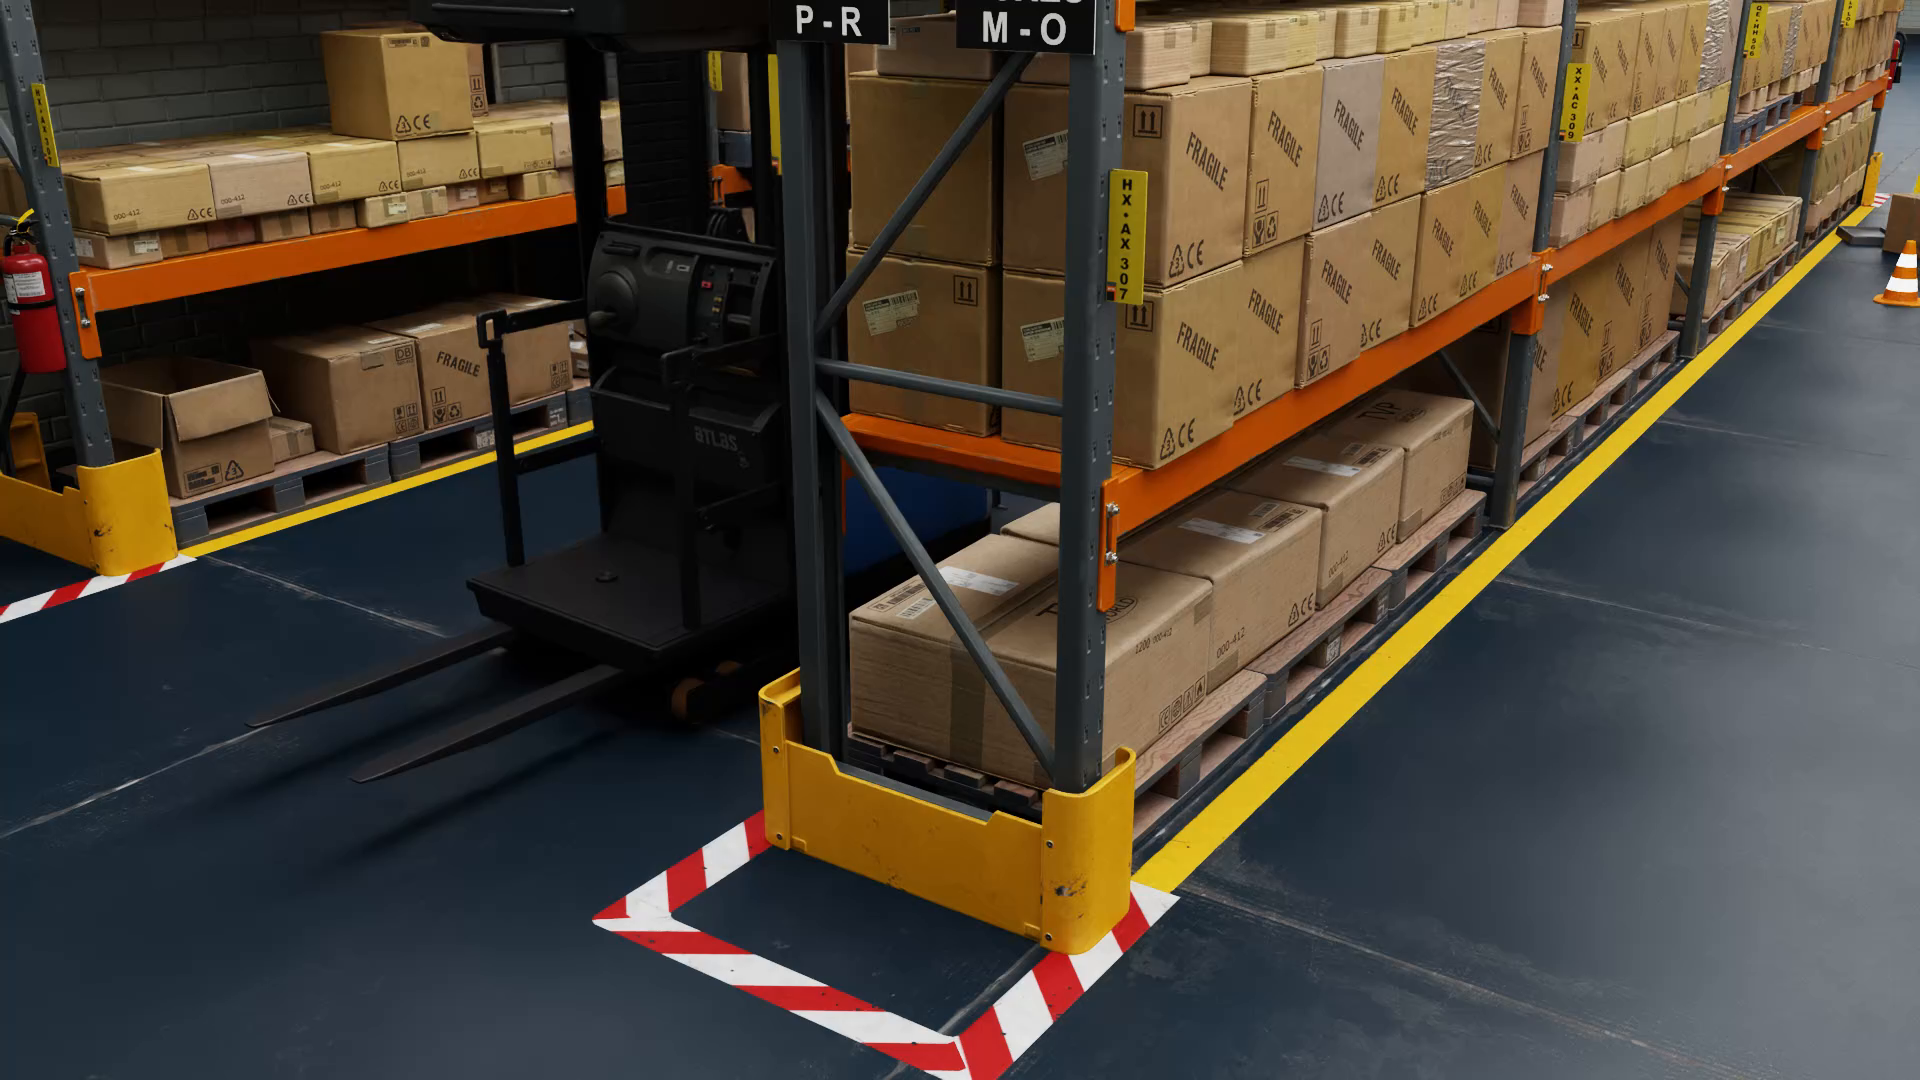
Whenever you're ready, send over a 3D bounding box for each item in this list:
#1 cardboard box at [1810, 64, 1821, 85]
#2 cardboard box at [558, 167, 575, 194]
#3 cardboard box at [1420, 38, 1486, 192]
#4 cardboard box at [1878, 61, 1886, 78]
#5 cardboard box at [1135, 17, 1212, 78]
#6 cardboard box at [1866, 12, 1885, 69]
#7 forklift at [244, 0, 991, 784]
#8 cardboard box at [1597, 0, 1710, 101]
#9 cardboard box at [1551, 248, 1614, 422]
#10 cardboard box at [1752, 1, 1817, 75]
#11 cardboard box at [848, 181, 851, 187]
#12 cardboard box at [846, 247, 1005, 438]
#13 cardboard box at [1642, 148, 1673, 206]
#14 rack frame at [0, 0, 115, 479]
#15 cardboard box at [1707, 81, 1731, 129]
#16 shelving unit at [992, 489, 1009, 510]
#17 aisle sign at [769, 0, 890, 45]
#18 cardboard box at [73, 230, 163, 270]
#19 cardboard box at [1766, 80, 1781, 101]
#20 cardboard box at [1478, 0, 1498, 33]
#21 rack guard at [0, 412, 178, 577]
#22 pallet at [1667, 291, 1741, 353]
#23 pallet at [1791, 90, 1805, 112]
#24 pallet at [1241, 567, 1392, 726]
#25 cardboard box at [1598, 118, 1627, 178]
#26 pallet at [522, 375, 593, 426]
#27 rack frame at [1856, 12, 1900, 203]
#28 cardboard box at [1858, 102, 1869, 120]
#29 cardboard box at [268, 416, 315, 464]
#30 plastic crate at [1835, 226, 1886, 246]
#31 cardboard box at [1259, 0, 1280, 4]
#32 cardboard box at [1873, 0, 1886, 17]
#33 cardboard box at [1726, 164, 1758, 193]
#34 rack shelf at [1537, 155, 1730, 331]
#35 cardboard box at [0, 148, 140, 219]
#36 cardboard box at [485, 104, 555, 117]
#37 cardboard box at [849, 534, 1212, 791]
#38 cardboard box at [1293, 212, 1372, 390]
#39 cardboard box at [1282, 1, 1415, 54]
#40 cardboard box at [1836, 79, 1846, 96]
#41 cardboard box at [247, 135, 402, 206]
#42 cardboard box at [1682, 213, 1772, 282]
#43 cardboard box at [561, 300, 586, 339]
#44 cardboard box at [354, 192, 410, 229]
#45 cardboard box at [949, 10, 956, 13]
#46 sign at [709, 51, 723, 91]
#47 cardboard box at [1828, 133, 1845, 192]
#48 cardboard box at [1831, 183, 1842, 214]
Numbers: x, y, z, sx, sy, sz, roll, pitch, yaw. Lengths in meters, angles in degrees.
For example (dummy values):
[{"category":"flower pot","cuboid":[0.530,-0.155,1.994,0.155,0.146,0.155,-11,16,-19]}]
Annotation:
[{"category":"cardboard box","cuboid":[6.639,-3.731,13.285,0.380,0.149,0.250,14,24,33]},{"category":"cardboard box","cuboid":[-2.299,-2.038,9.314,0.380,0.149,0.250,14,24,33]},{"category":"cardboard box","cuboid":[1.596,-1.593,6.162,0.500,0.500,0.500,14,24,33]},{"category":"cardboard box","cuboid":[8.865,-4.640,16.347,0.380,0.149,0.250,13,24,31]},{"category":"cardboard box","cuboid":[0.471,-1.367,4.618,0.380,0.149,0.250,14,24,33]},{"category":"cardboard box","cuboid":[8.302,-4.692,15.554,0.500,0.500,0.500,13,24,32]},{"category":"forklift","cuboid":[-1.172,-0.905,5.986,1.130,2.935,3.031,15,25,35]},{"category":"cardboard box","cuboid":[3.811,-2.732,9.242,0.500,0.500,0.500,13,24,32]},{"category":"cardboard box","cuboid":[2.987,-1.213,9.177,0.875,0.875,0.875,14,25,33]},{"category":"cardboard box","cuboid":[6.057,-3.770,12.455,0.500,0.500,0.500,14,25,34]},{"category":"cardboard box","cuboid":[-0.788,-2.610,12.561,0.380,0.149,0.250,13,24,31]},{"category":"cardboard box","cuboid":[0.007,-0.647,5.047,0.500,0.500,0.500,13,24,32]},{"category":"cardboard box","cuboid":[3.548,-1.997,9.056,0.500,0.250,0.500,13,24,31]},{"category":"rack frame","cuboid":[-4.153,-1.377,7.165,1.000,3.000,0.127,13,24,32]},{"category":"cardboard box","cuboid":[4.389,-2.681,10.186,0.500,0.250,0.500,13,24,32]},{"category":"shelving unit","cuboid":[0.095,-0.732,7.582,0.431,1.500,0.755,15,25,36]},{"category":"aisle sign","cuboid":[-0.342,-1.669,4.207,0.394,0.787,0.004,13,24,32]},{"category":"cardboard box","cuboid":[-3.741,-1.300,7.319,0.380,0.149,0.250,13,24,31]},{"category":"cardboard box","cuboid":[5.737,-3.296,12.109,0.380,0.149,0.250,14,25,33]},{"category":"cardboard box","cuboid":[1.907,-2.104,6.608,0.380,0.149,0.250,13,24,32]},{"category":"rack guard","cuboid":[-4.110,-0.227,7.658,1.175,0.500,0.348,13,24,32]},{"category":"pallet","cuboid":[4.892,-1.622,11.845,1.003,0.211,1.213,13,24,32]},{"category":"pallet","cuboid":[6.150,-3.573,13.376,1.003,0.211,1.213,13,24,32]},{"category":"pallet","cuboid":[1.026,0.304,6.638,1.003,0.211,1.213,13,24,32]},{"category":"cardboard box","cuboid":[2.953,-1.949,8.205,0.500,0.250,0.500,14,24,33]},{"category":"pallet","cuboid":[-2.291,-1.020,10.219,1.003,0.211,1.213,13,24,32]},{"category":"rack frame","cuboid":[8.949,-5.001,16.962,1.000,3.000,0.127,13,24,32]},{"category":"cardboard box","cuboid":[8.419,-4.094,15.851,0.380,0.149,0.250,14,24,33]},{"category":"cardboard box","cuboid":[-3.460,-0.509,8.320,0.380,0.149,0.250,12,24,30]},{"category":"plastic crate","cuboid":[8.261,-2.775,15.151,0.402,0.080,0.583,5,21,13]},{"category":"cardboard box","cuboid":[0.939,-1.905,6.071,0.380,0.149,0.250,13,24,32]},{"category":"cardboard box","cuboid":[7.737,-4.874,14.603,0.700,0.500,0.500,13,24,31]},{"category":"cardboard box","cuboid":[6.811,-3.335,14.733,0.500,0.500,0.500,13,24,31]},{"category":"rack shelf","cuboid":[3.327,-1.795,9.330,1.077,0.370,4.000,13,24,32]},{"category":"cardboard box","cuboid":[-4.114,-1.630,7.636,0.500,0.250,0.500,14,25,33]},{"category":"cardboard box","cuboid":[-2.682,-2.360,9.608,0.500,0.250,0.500,13,24,31]},{"category":"cardboard box","cuboid":[0.243,0.385,5.487,0.875,0.438,0.875,12,24,30]},{"category":"cardboard box","cuboid":[1.024,-0.832,5.547,0.500,0.500,0.500,13,24,32]},{"category":"cardboard box","cuboid":[1.290,-1.715,5.558,0.380,0.149,0.250,13,24,31]},{"category":"cardboard box","cuboid":[7.534,-3.992,14.597,0.380,0.149,0.250,14,25,33]},{"category":"cardboard box","cuboid":[-3.110,-1.815,8.135,0.500,0.250,0.500,13,24,31]},{"category":"cardboard box","cuboid":[5.617,-2.260,12.734,0.950,0.372,0.625,14,25,34]},{"category":"cardboard box","cuboid":[-2.471,-1.317,10.273,0.500,0.311,0.500,14,25,34]},{"category":"cardboard box","cuboid":[-2.976,-1.660,8.292,0.380,0.149,0.250,12,24,30]},{"category":"cardboard box","cuboid":[0.189,-1.541,5.086,0.380,0.149,0.250,13,24,31]},{"category":"sign","cuboid":[-1.451,-2.827,9.837,0.100,0.325,0.005,13,24,32]},{"category":"cardboard box","cuboid":[7.546,-3.385,14.870,0.500,0.500,0.500,14,25,34]},{"category":"cardboard box","cuboid":[7.842,-3.186,15.411,0.500,0.250,0.500,13,24,31]}]
